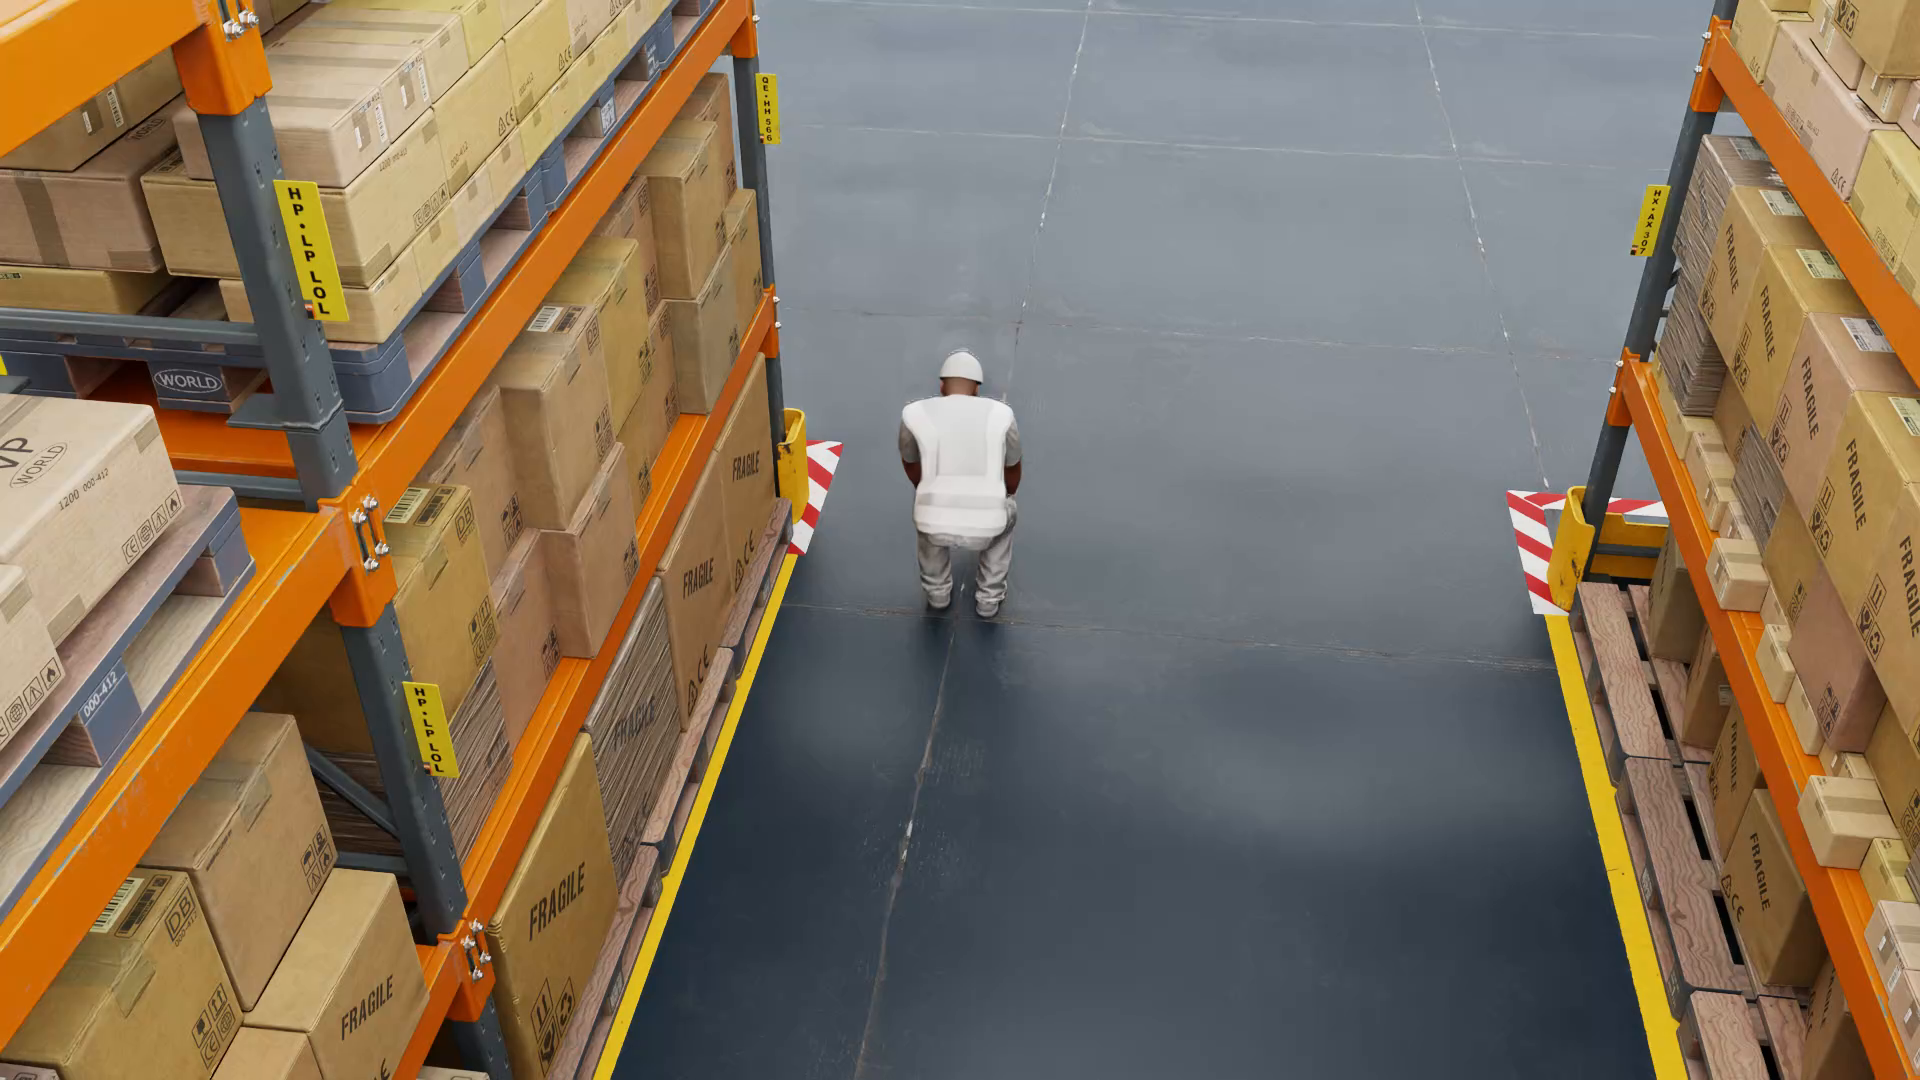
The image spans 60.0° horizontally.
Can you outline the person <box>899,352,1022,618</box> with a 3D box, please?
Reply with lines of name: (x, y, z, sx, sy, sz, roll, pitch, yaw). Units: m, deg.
person: (-0.019, -0.224, 7.894, 0.589, 1.133, 0.861, 4, 36, 6)
